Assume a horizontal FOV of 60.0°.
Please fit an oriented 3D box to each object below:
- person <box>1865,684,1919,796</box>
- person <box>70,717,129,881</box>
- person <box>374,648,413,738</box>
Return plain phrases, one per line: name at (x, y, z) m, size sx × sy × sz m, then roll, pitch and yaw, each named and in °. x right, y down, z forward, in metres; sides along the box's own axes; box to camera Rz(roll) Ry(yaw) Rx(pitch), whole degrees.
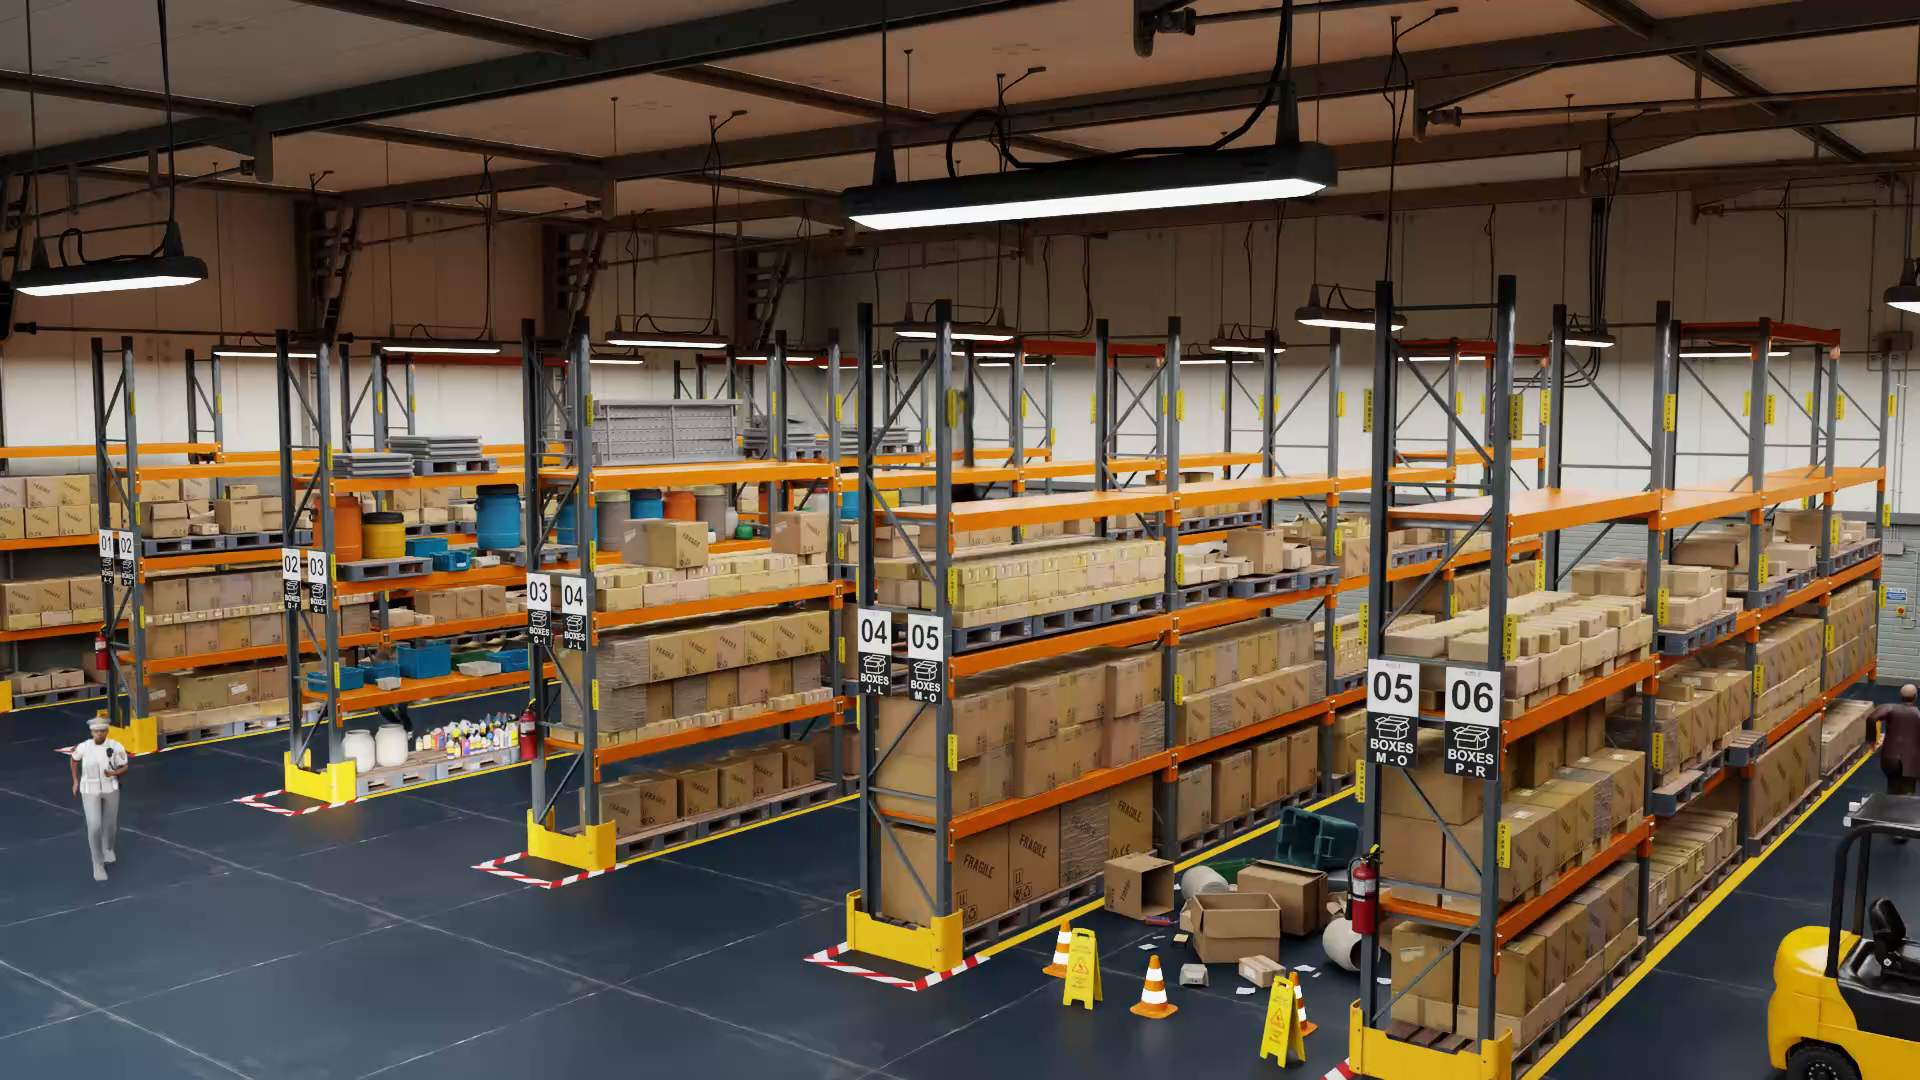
person at (11.049, 2.581, 19.535) m, size 0.724 × 1.794 × 0.952 m, roll 4°, pitch 6°, yaw 38°
person at (-9.276, 2.759, 17.969) m, size 0.542 × 1.748 × 0.837 m, roll -3°, pitch 6°, yaw -31°
person at (-8.451, 2.286, 24.709) m, size 0.568 × 1.435 × 0.867 m, roll 1°, pitch 5°, yaw 17°
